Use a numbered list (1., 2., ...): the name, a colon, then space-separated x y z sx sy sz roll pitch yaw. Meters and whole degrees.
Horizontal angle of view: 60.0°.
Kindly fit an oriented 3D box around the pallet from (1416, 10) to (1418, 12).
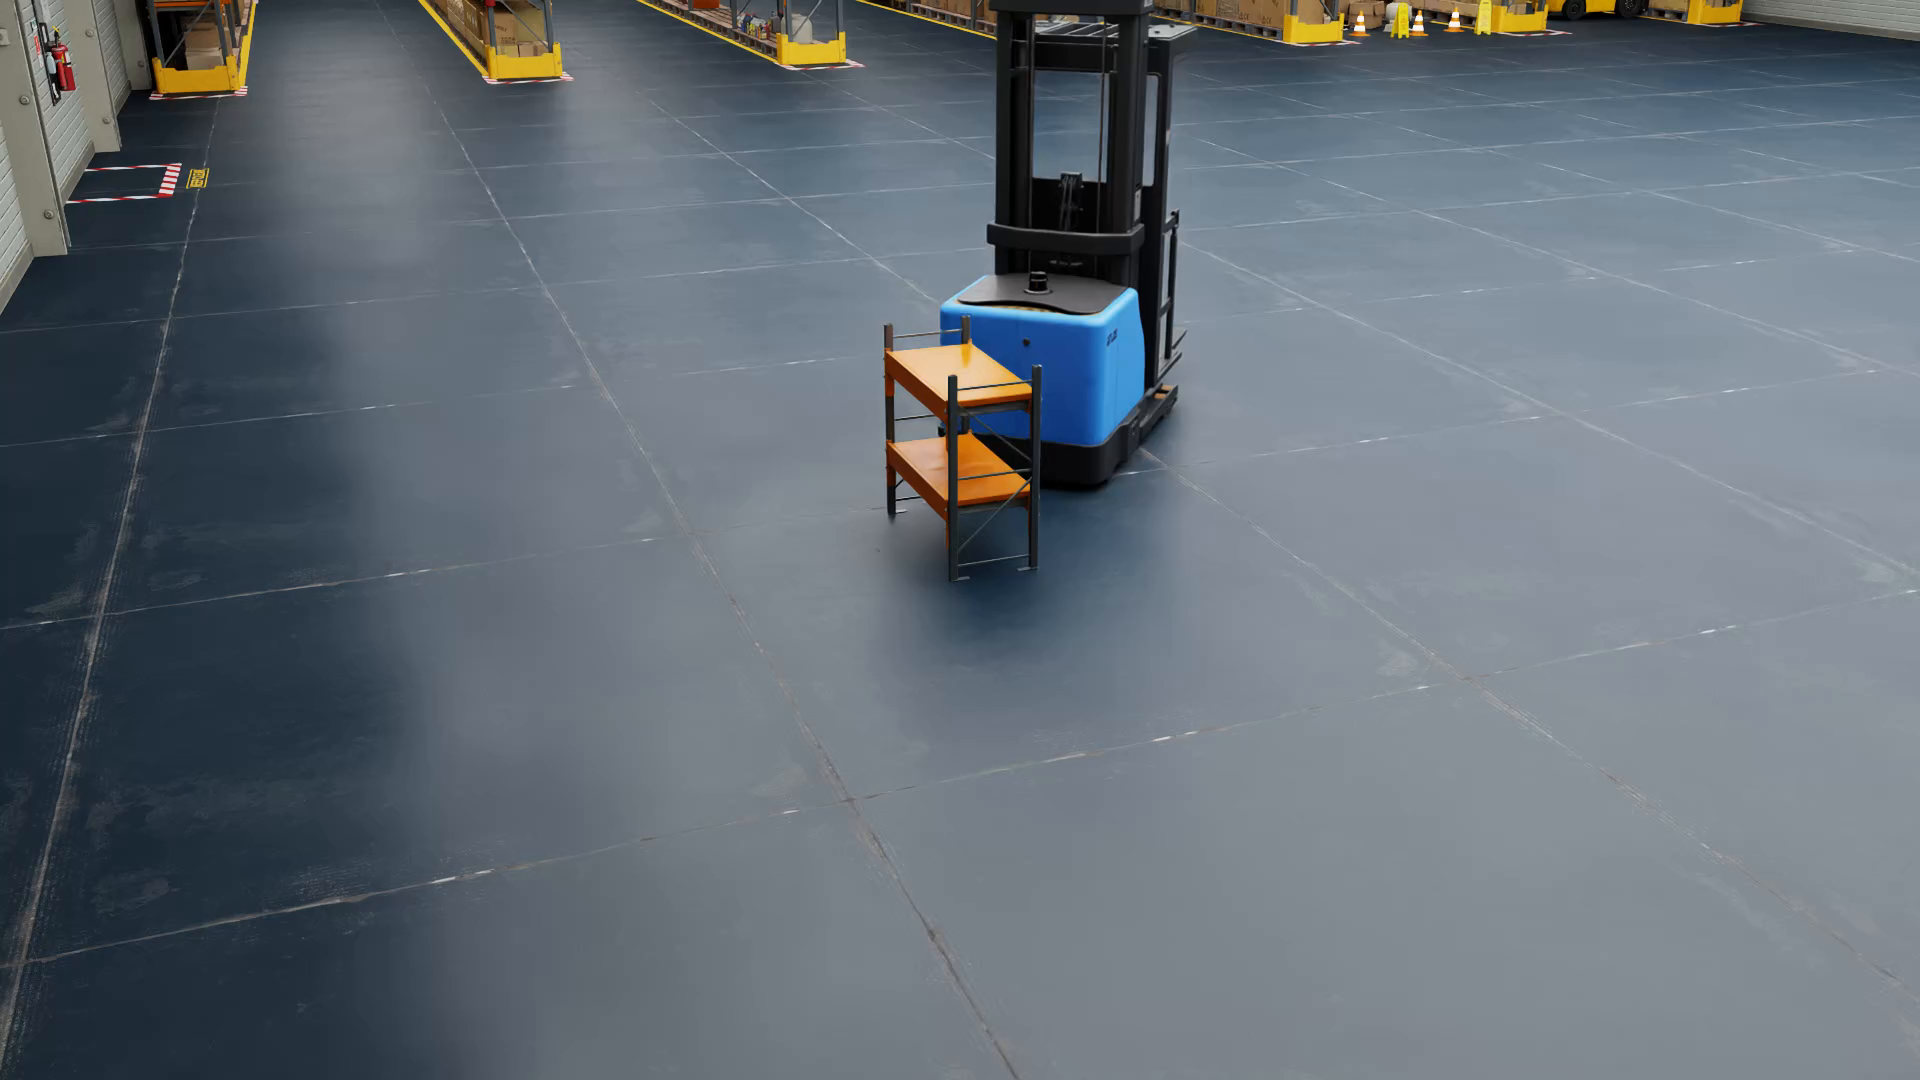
1. pallet: 9.700 -12.188 37.895 1.003 0.211 1.213 -8 24 -19

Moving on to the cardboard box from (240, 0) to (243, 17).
1. cardboard box: -15.050 -11.052 33.837 0.750 0.750 0.750 -8 24 -19

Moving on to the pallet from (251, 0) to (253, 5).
1. pallet: -17.080 -12.587 38.842 1.003 0.211 1.213 -8 24 -19

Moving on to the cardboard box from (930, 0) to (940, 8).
1. cardboard box: -0.244 -11.894 36.260 0.700 0.500 0.500 -10 25 -23

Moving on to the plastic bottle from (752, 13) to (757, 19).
1. plastic bottle: -3.896 -9.802 31.489 0.144 0.351 0.185 -8 24 -19

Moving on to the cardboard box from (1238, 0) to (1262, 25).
1. cardboard box: 6.181 -10.792 33.188 0.875 0.875 0.875 -9 24 -20

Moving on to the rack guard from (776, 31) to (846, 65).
1. rack guard: -2.586 -8.567 28.931 1.175 0.500 0.348 -8 24 -19

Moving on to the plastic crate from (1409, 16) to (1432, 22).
1. plastic crate: 9.764 -11.162 35.629 0.402 0.080 0.583 -18 29 -37

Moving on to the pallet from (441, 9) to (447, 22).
1. pallet: -10.632 -11.360 35.931 1.003 0.211 1.213 -8 24 -19

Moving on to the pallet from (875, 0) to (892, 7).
1. pallet: -1.343 -12.738 39.201 1.003 0.211 1.213 -8 24 -19

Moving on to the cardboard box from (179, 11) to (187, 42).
1. cardboard box: -13.701 -9.288 30.077 0.700 0.500 0.500 -9 24 -20

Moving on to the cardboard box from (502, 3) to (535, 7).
1. cardboard box: -7.659 -9.062 28.922 0.500 0.500 0.500 -8 24 -19

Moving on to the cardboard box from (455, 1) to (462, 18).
1. cardboard box: -9.338 -10.135 31.712 0.500 0.311 0.500 -8 24 -19

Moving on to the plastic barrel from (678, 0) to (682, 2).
1. plastic barrel: -6.212 -12.430 37.542 0.421 0.512 0.421 0 23 0

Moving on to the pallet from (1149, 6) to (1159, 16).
1. pallet: 4.604 -11.903 37.220 1.003 0.211 1.213 -8 24 -19

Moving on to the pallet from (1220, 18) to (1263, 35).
1. pallet: 6.012 -10.458 33.791 1.003 0.211 1.213 -8 24 -19

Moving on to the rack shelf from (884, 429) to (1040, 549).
1. rack shelf: -0.002 -0.295 9.132 0.538 0.278 1.000 -8 24 -19

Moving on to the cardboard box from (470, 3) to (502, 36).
1. cardboard box: -8.160 -8.988 28.748 0.500 0.500 0.500 -8 24 -19

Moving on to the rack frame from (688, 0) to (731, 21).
1. rack frame: -5.341 -12.604 35.292 1.000 3.000 0.127 -8 24 -19

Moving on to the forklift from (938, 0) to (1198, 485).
1. forklift: 0.851 -2.221 10.746 1.130 2.935 3.031 8 24 19

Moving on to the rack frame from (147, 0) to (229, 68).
1. rack frame: -11.783 -8.338 25.171 1.000 3.000 0.127 -8 24 -19

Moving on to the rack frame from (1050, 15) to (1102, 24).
1. rack frame: 2.119 -10.377 30.008 1.000 3.000 0.127 -8 24 -19

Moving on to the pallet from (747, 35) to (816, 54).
1. pallet: -3.295 -9.172 30.740 1.003 0.211 1.213 -8 24 -19

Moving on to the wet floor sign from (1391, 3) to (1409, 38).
1. wet floor sign: 8.657 -10.197 32.613 0.267 0.644 0.232 -13 26 -28

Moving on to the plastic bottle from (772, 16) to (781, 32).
1. plastic bottle: -3.493 -9.805 31.591 0.152 0.276 0.135 -8 24 -19

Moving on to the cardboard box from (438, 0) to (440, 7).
1. cardboard box: -11.078 -11.846 36.146 0.500 0.500 0.500 -8 24 -18

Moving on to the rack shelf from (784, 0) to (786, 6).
1. rack shelf: -3.221 -10.093 30.260 1.077 0.370 4.000 -8 24 -19

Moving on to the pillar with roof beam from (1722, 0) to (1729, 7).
1. pillar with roof beam: 12.602 -14.969 33.180 9.100 9.000 0.400 -8 24 -19

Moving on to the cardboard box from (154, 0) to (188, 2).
1. cardboard box: -12.130 -8.421 25.536 0.500 0.250 0.500 -8 24 -18

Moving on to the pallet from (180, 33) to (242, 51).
1. pallet: -13.907 -9.233 30.885 1.003 0.211 1.213 -8 24 -19

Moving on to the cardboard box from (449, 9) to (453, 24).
1. cardboard box: -9.888 -10.439 33.155 0.500 0.250 0.500 -9 24 -20

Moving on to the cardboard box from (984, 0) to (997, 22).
1. cardboard box: 0.810 -10.721 33.503 0.500 0.500 0.500 -9 25 -21

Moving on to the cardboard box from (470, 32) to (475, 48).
1. cardboard box: -8.339 -8.824 29.323 0.500 0.250 0.500 -8 24 -19

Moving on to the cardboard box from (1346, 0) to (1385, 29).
1. cardboard box: 8.401 -10.877 34.409 0.637 0.503 0.797 12 26 27

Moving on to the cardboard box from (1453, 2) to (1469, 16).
1. cardboard box: 10.677 -11.109 34.745 0.500 0.250 0.500 -8 24 -19

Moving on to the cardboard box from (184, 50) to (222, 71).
1. cardboard box: -11.943 -7.566 26.233 0.500 0.311 0.500 -11 25 -25

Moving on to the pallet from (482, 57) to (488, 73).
1. pallet: -7.459 -8.006 27.974 1.003 0.211 1.213 -8 24 -19

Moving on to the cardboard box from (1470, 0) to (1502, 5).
1. cardboard box: 10.863 -11.264 34.147 0.500 0.500 0.500 -8 24 -19

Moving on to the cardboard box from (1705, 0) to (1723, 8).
1. cardboard box: 16.042 -11.551 35.793 0.500 0.250 0.500 -8 24 -19

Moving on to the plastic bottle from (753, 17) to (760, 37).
1. plastic bottle: -3.748 -9.492 30.753 0.144 0.351 0.185 -7 24 -17

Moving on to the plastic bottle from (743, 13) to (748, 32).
1. plastic bottle: -4.031 -9.783 31.442 0.144 0.351 0.185 -8 24 -18

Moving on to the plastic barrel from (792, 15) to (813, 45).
1. plastic barrel: -2.819 -8.973 29.340 0.421 0.512 0.421 0 23 0

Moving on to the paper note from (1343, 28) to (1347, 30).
1. paper note: 7.844 -10.439 33.981 0.144 0.017 0.142 0 23 -1

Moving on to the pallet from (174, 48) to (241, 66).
1. pallet: -12.926 -8.267 28.593 1.003 0.211 1.213 -8 24 -19

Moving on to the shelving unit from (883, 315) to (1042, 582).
1. shelving unit: -0.002 -0.521 9.037 0.538 1.125 1.048 -8 24 -19

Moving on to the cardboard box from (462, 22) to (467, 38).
1. cardboard box: -8.981 -9.510 30.950 0.500 0.250 0.500 -9 24 -20
